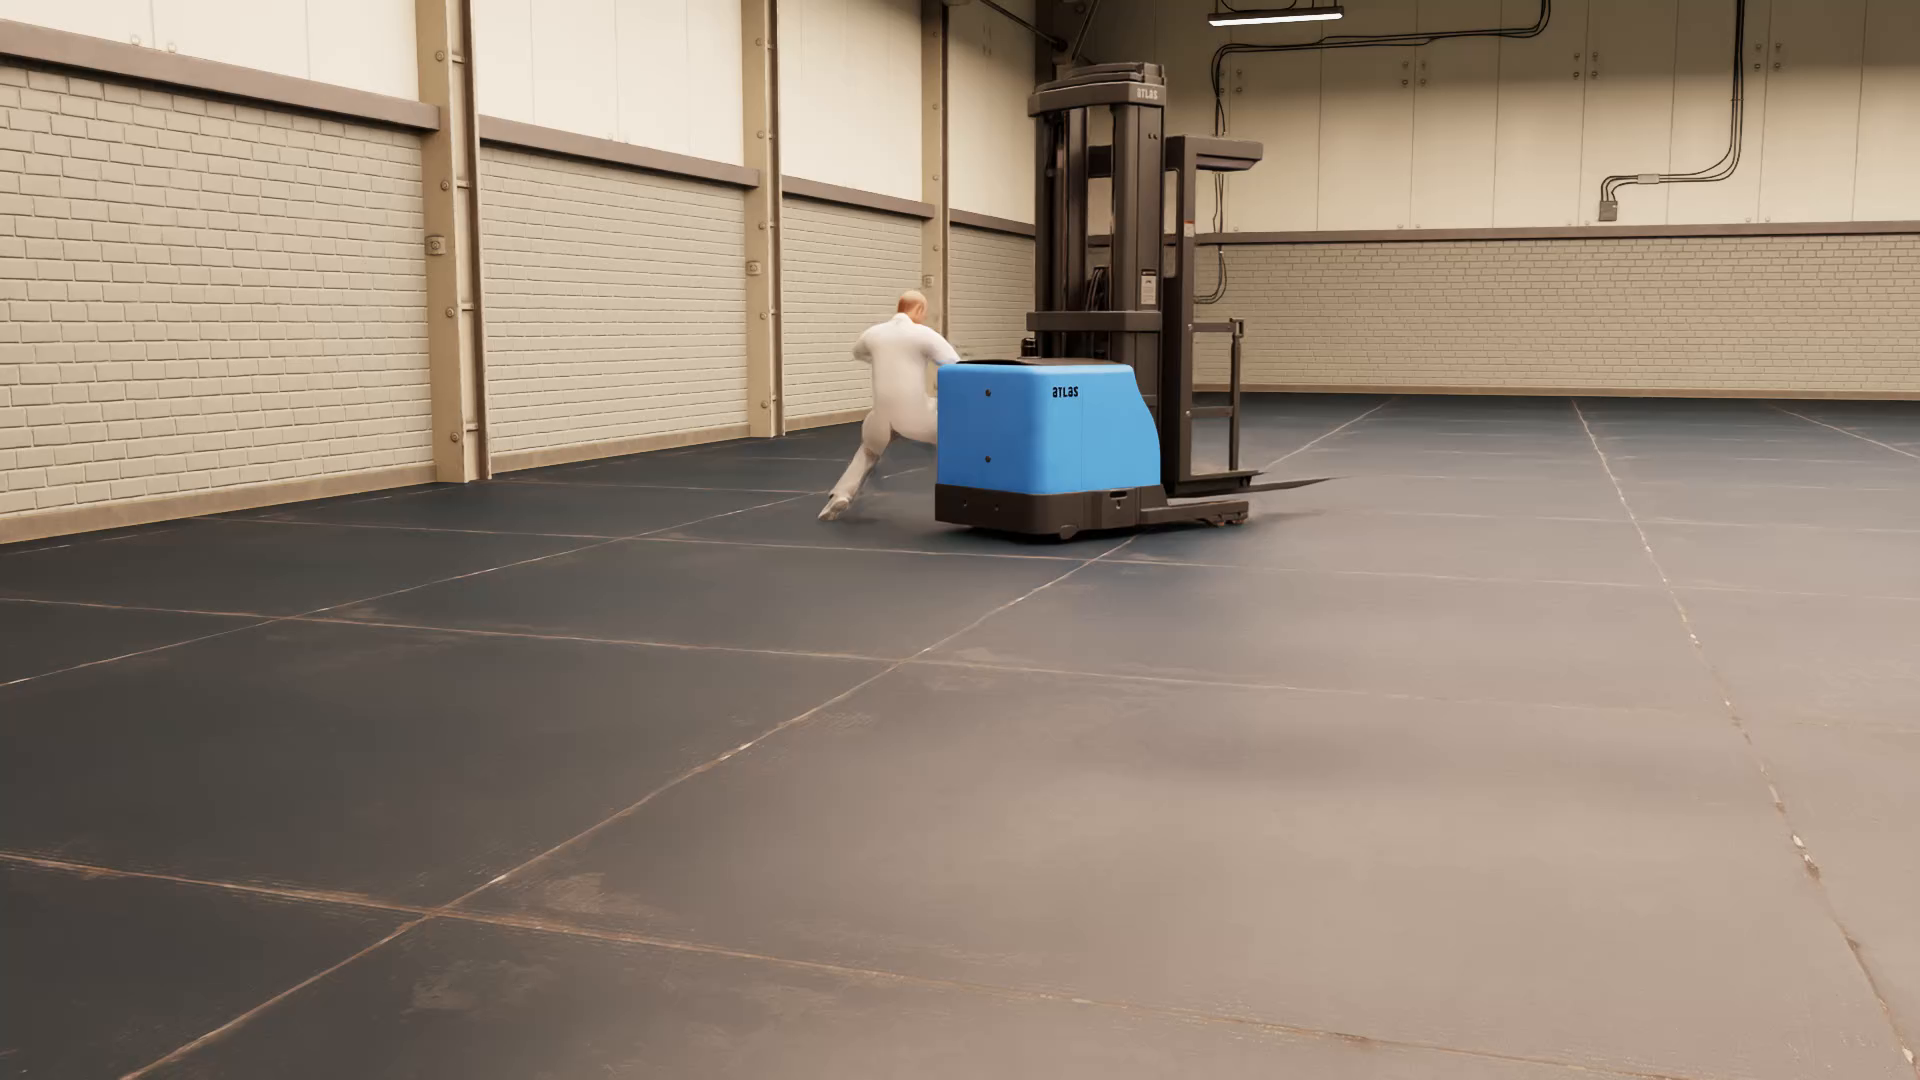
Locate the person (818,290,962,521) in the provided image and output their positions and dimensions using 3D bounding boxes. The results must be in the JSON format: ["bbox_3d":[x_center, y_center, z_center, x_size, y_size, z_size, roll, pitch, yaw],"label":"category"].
[{"bbox_3d":[-0.291,-0.872,11.121,1.288,1.571,0.781,5,9,36],"label":"person"}]

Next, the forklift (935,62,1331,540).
[{"bbox_3d":[1.295,-1.585,11.098,3.031,2.935,1.130,-6,10,-39],"label":"forklift"}]
